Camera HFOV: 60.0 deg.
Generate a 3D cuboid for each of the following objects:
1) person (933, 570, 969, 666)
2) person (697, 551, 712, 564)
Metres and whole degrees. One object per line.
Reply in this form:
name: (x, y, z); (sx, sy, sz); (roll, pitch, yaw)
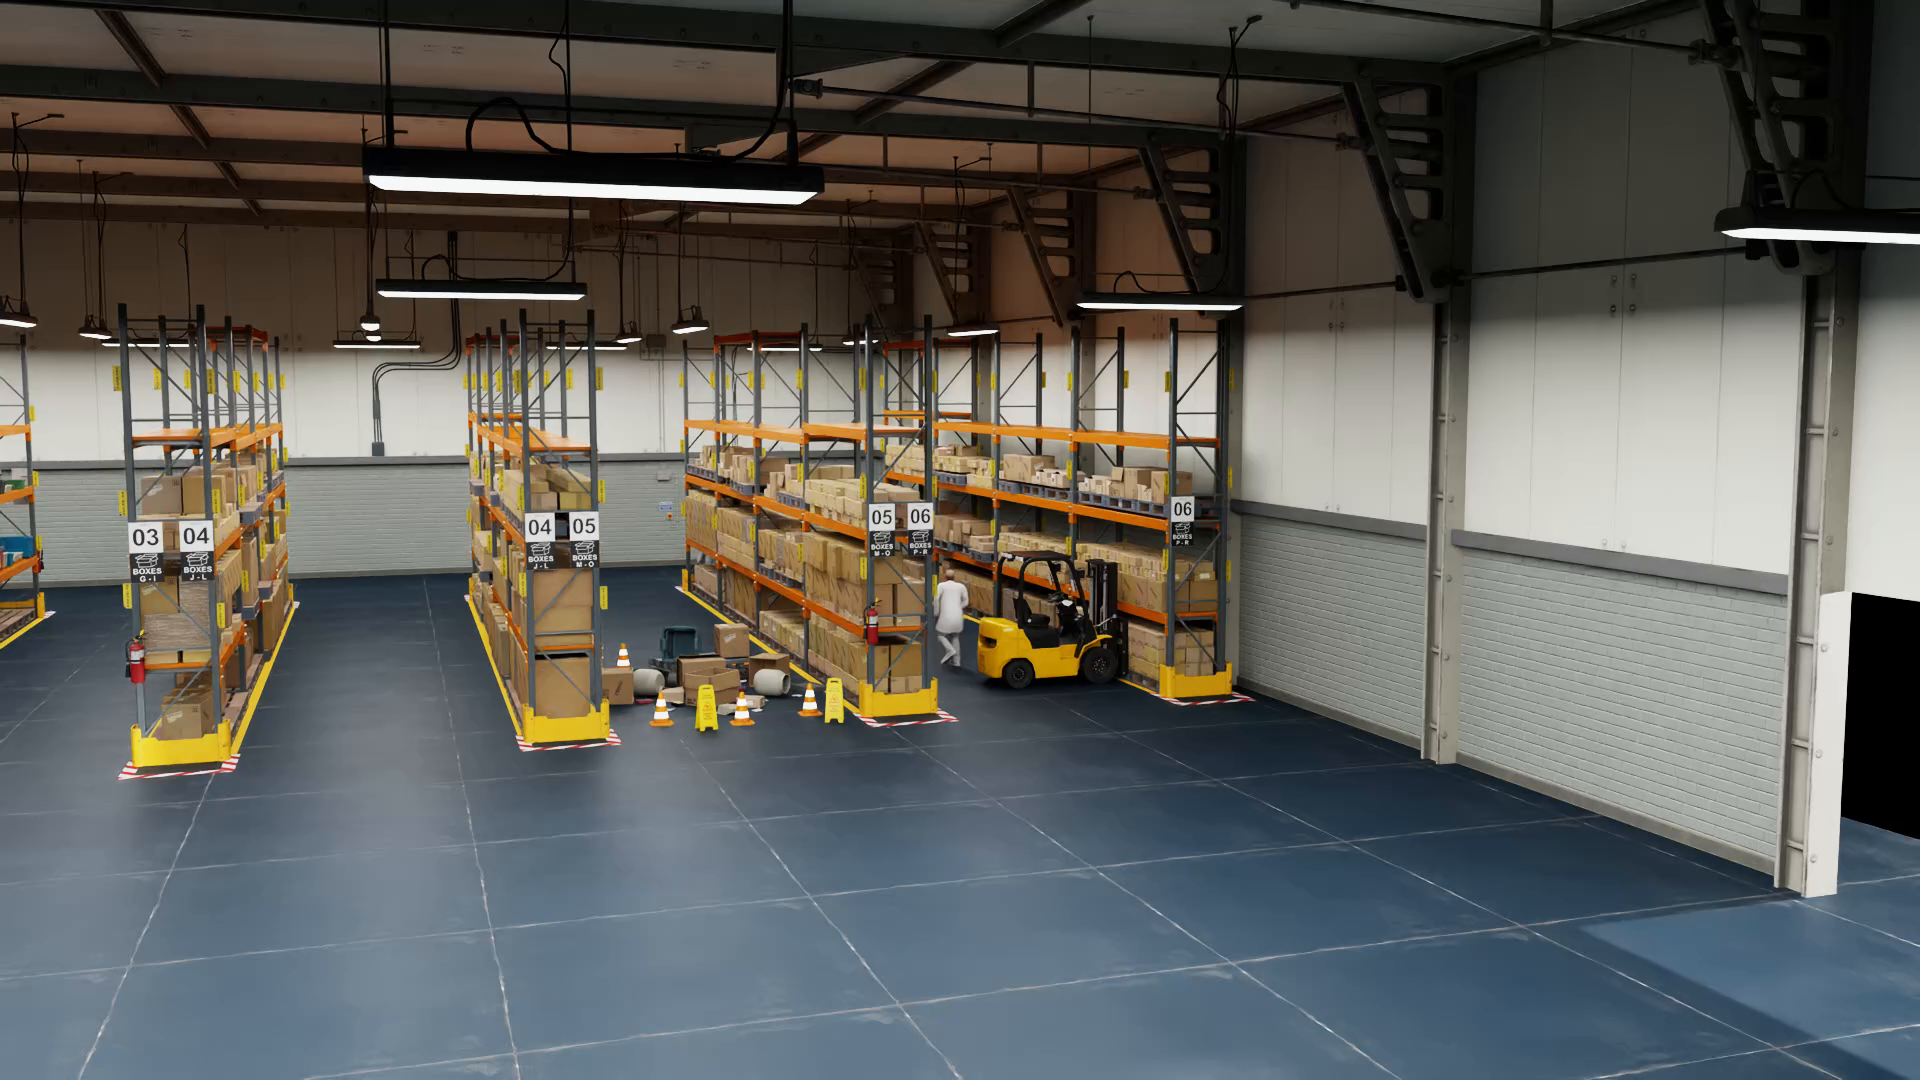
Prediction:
person: (-0.154, 1.378, 29.530); (0.699, 1.668, 0.821); (-2, 6, -19)
person: (-6.310, 0.202, 41.726); (0.457, 1.663, 0.555); (3, 6, 32)
